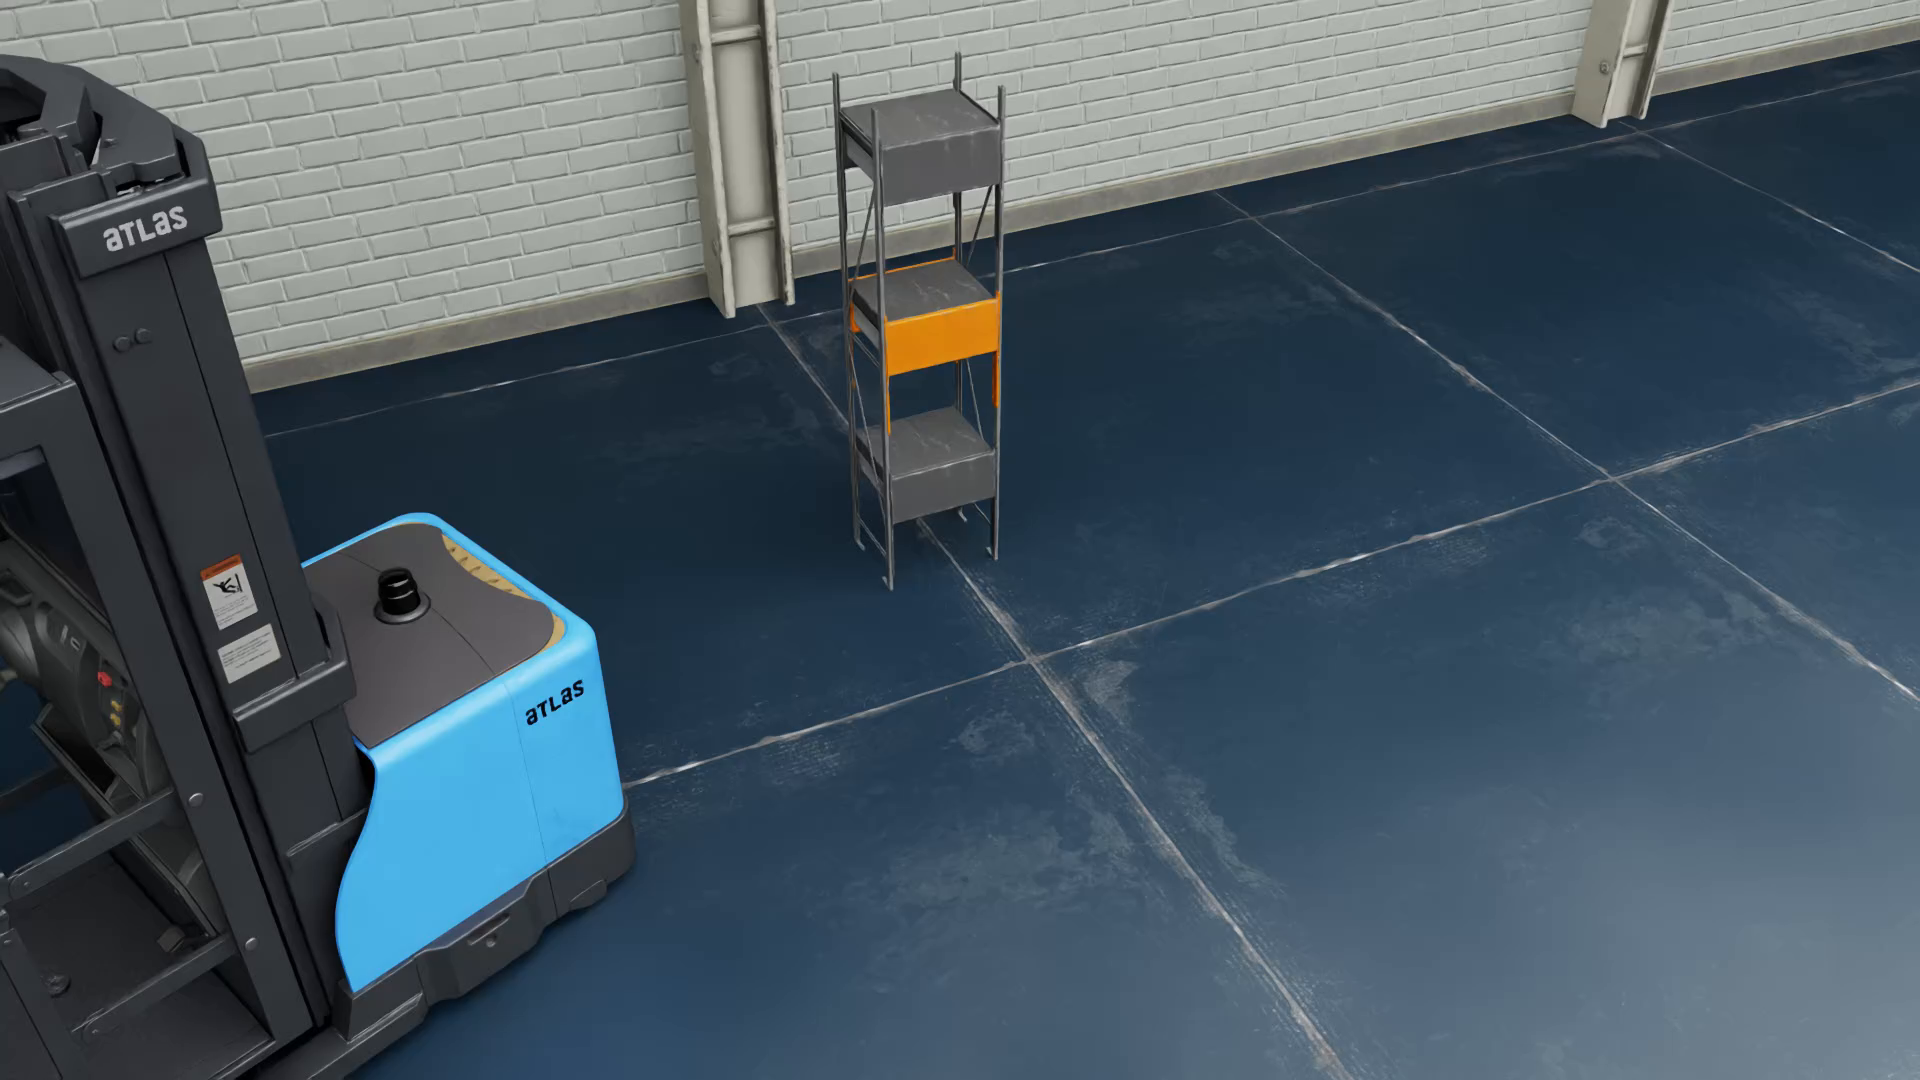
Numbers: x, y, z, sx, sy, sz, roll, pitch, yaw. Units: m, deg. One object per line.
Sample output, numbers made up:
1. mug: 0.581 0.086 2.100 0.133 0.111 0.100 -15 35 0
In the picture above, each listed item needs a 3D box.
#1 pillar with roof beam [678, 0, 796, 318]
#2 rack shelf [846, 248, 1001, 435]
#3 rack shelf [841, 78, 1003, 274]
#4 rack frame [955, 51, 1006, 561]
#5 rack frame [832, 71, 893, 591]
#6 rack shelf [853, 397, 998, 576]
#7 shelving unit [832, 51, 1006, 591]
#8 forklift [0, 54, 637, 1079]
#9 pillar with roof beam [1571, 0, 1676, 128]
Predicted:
1. pillar with roof beam: 0.699 -2.602 3.204 0.400 9.000 9.100 -16 39 -20
2. rack shelf: -0.150 -0.790 6.576 0.480 0.518 0.431 -16 39 -20
3. rack shelf: -0.150 -1.353 6.159 0.480 0.518 0.431 -16 39 -20
4. rack frame: 0.071 -0.863 6.651 0.015 2.100 0.400 -16 39 -20
5. rack frame: -0.371 -0.740 6.485 0.015 2.100 0.400 -16 39 -20
6. rack shelf: -0.150 -0.228 6.993 0.480 0.518 0.431 -16 39 -20
7. shelving unit: -0.150 -0.801 6.568 0.503 2.100 0.431 -16 39 -20
8. forklift: -2.477 0.404 4.245 1.130 2.935 3.031 29 45 33
9. pillar with roof beam: 6.131 -4.120 5.251 0.400 9.000 9.100 -16 39 -20
